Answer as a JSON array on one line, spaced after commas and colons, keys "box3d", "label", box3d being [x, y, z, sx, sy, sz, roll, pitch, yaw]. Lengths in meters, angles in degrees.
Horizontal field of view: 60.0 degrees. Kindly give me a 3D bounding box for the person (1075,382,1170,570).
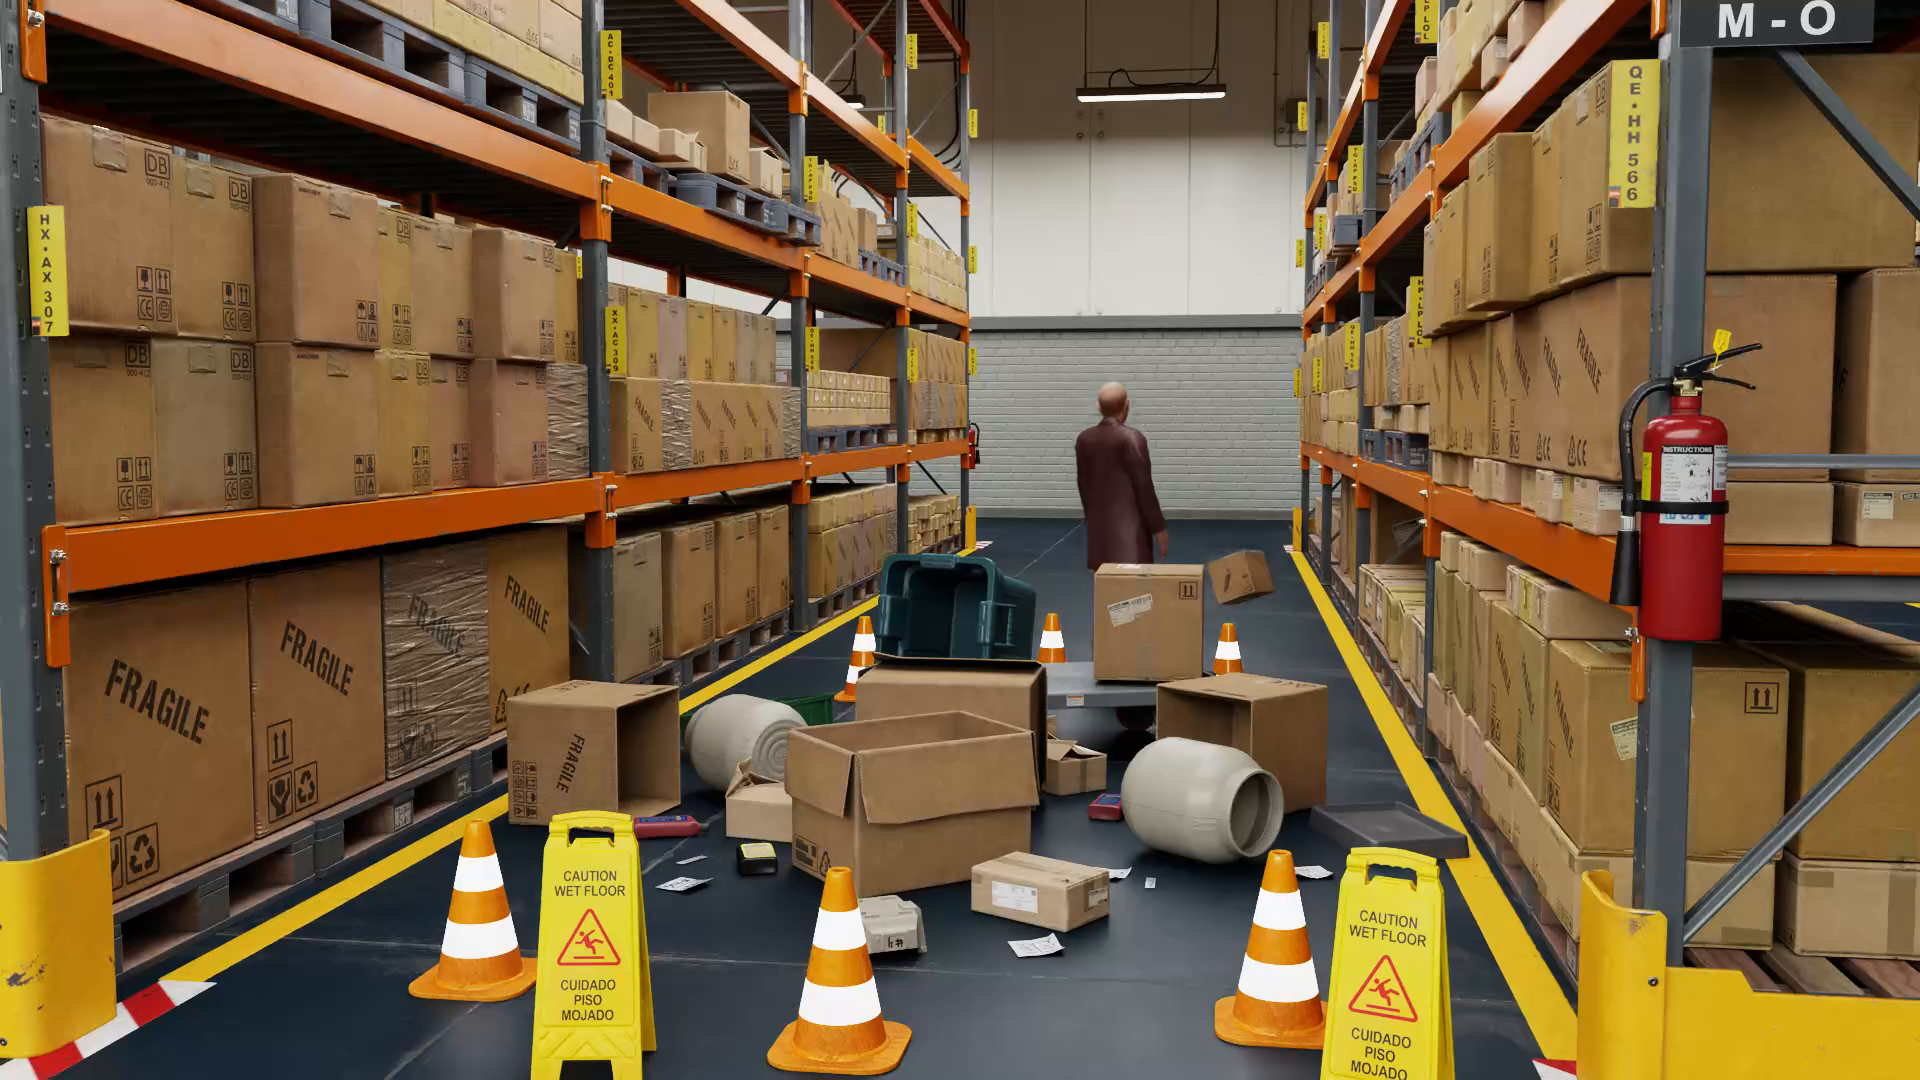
[{"box3d": [0.968, -0.030, 9.738, 0.403, 1.783, 0.684, -3, 5, -33], "label": "person"}]
